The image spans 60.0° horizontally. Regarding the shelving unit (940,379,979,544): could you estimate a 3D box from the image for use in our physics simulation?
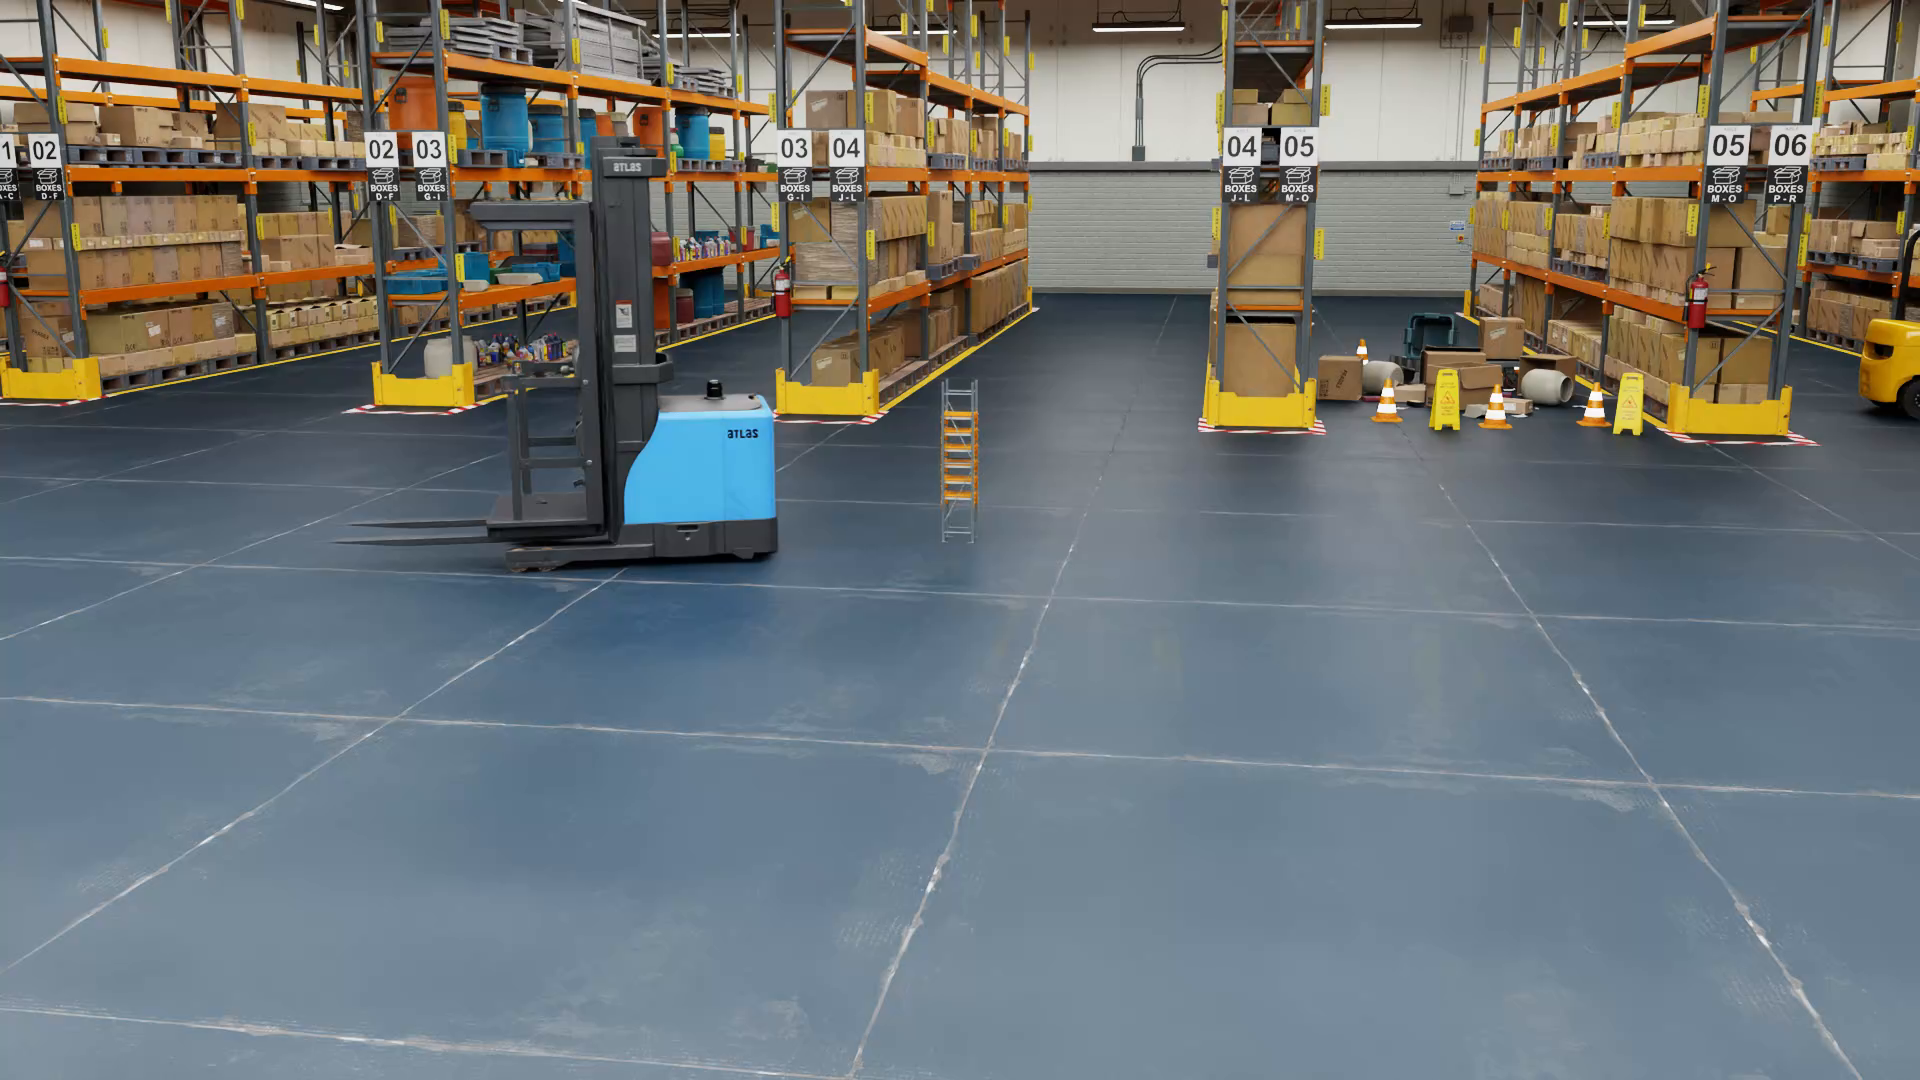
[{"bbox_3d":[-0.002,-0.584,12.353,0.258,1.200,0.189,2,12,9],"label":"shelving unit"}]

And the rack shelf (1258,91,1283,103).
[{"bbox_3d":[4.870,-7.223,27.305,1.077,0.370,4.000,2,12,9],"label":"rack shelf"}]

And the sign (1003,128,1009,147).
[{"bbox_3d":[0.830,-7.293,30.118,0.100,0.325,0.005,2,12,9],"label":"sign"}]

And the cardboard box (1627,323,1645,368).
[{"bbox_3d":[8.344,-2.343,19.995,0.500,0.500,0.500,3,12,12],"label":"cardboard box"}]

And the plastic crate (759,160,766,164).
[{"bbox_3d":[-4.321,-7.760,34.570,0.497,0.269,0.590,2,12,9],"label":"plastic crate"}]

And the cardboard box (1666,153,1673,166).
[{"bbox_3d":[8.242,-4.309,18.843,0.380,0.149,0.250,2,12,7],"label":"cardboard box"}]

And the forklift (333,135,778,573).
[{"bbox_3d":[-2.864,-1.329,11.704,3.031,2.935,1.130,-2,12,-10],"label":"forklift"}]

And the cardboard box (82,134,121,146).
[{"bbox_3d":[-10.986,-5.116,21.258,0.380,0.149,0.250,2,12,9],"label":"cardboard box"}]

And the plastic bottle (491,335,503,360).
[{"bbox_3d":[-6.395,-2.657,22.945,0.144,0.351,0.185,1,12,6],"label":"plastic bottle"}]

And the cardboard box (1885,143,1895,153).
[{"bbox_3d":[14.311,-5.951,25.278,0.380,0.149,0.250,2,12,9],"label":"cardboard box"}]

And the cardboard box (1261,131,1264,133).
[{"bbox_3d":[3.365,-4.973,19.743,0.500,0.250,0.500,2,12,9],"label":"cardboard box"}]

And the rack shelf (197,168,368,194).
[{"bbox_3d":[-10.418,-5.623,26.052,1.077,0.370,4.000,2,12,9],"label":"rack shelf"}]

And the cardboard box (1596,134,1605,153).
[{"bbox_3d":[8.963,-5.385,22.599,0.500,0.250,0.500,2,12,9],"label":"cardboard box"}]

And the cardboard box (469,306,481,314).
[{"bbox_3d":[-9.372,-4.536,31.308,0.500,0.500,0.500,2,12,9],"label":"cardboard box"}]

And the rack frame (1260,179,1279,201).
[{"bbox_3d":[5.178,-5.254,29.751,1.000,3.000,0.127,2,12,9],"label":"rack frame"}]

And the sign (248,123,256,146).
[{"bbox_3d":[-10.177,-5.832,23.899,0.100,0.325,0.005,2,12,9],"label":"sign"}]

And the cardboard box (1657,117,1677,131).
[{"bbox_3d":[8.202,-4.750,18.997,0.380,0.149,0.250,2,12,10],"label":"cardboard box"}]

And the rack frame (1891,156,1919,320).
[{"bbox_3d":[14.375,-4.122,24.498,1.000,3.000,0.127,2,12,9],"label":"rack frame"}]

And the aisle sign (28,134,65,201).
[{"bbox_3d":[-11.048,-4.506,20.113,0.394,0.787,0.004,2,12,9],"label":"aisle sign"}]

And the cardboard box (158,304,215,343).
[{"bbox_3d":[-10.743,-3.008,23.081,0.500,0.500,0.500,2,12,9],"label":"cardboard box"}]

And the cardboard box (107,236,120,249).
[{"bbox_3d":[-10.990,-3.807,21.260,0.380,0.149,0.250,2,12,9],"label":"cardboard box"}]

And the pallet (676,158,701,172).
[{"bbox_3d":[-5.003,-6.293,27.903,1.003,0.211,1.213,2,12,9],"label":"pallet"}]

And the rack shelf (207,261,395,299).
[{"bbox_3d":[-10.418,-4.156,26.368,1.077,0.370,4.000,2,12,9],"label":"rack shelf"}]

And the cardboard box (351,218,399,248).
[{"bbox_3d":[-10.125,-5.313,28.794,0.700,0.500,0.500,-2,12,-10],"label":"cardboard box"}]

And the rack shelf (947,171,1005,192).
[{"bbox_3d":[-0.015,-6.134,28.422,1.077,0.370,4.000,2,12,9],"label":"rack shelf"}]

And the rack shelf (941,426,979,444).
[{"bbox_3d":[-0.002,-0.775,12.312,0.258,0.103,0.180,2,12,9],"label":"rack shelf"}]

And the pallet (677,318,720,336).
[{"bbox_3d":[-4.947,-3.819,29.712,1.003,0.211,1.213,2,12,9],"label":"pallet"}]

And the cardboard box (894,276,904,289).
[{"bbox_3d":[-0.926,-3.281,21.195,0.380,0.149,0.250,2,12,9],"label":"cardboard box"}]

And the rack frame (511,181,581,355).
[{"bbox_3d":[-5.832,-3.931,23.612,1.000,3.000,0.127,2,12,9],"label":"rack frame"}]

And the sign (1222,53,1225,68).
[{"bbox_3d":[5.257,-9.532,32.958,0.100,0.325,0.005,2,12,9],"label":"sign"}]

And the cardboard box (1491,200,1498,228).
[{"bbox_3d":[10.039,-5.971,30.468,0.500,0.500,0.500,2,12,9],"label":"cardboard box"}]

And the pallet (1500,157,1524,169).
[{"bbox_3d":[10.221,-6.707,29.586,1.003,0.211,1.213,2,12,9],"label":"pallet"}]

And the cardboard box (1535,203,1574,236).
[{"bbox_3d":[9.361,-5.042,26.160,0.500,0.500,0.500,2,12,10],"label":"cardboard box"}]

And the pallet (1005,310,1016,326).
[{"bbox_3d":[0.487,-4.228,31.611,1.003,0.211,1.213,2,12,9],"label":"pallet"}]

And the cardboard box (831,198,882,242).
[{"bbox_3d":[-1.199,-3.726,19.346,0.500,0.500,0.500,2,12,9],"label":"cardboard box"}]

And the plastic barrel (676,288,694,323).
[{"bbox_3d":[-4.985,-4.127,29.251,0.600,0.588,0.708,2,12,9],"label":"plastic barrel"}]

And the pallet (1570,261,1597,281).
[{"bbox_3d":[9.205,-3.774,23.343,1.003,0.211,1.213,2,12,9],"label":"pallet"}]

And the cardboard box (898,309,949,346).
[{"bbox_3d":[-0.559,-3.222,25.211,0.700,0.500,0.500,3,13,13],"label":"cardboard box"}]

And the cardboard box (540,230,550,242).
[{"bbox_3d":[-8.839,-6.325,34.484,0.500,0.500,0.500,2,12,9],"label":"cardboard box"}]

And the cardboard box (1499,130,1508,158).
[{"bbox_3d":[10.241,-7.302,30.662,0.500,0.500,0.500,2,12,10],"label":"cardboard box"}]

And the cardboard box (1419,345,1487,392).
[{"bbox_3d":[6.143,-2.105,20.744,0.797,0.637,0.503,2,12,9],"label":"cardboard box"}]

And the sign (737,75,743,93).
[{"bbox_3d":[-4.058,-8.408,30.644,0.100,0.325,0.005,2,12,9],"label":"sign"}]

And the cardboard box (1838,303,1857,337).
[{"bbox_3d":[14.454,-3.521,26.650,0.500,0.500,0.500,1,12,7],"label":"cardboard box"}]

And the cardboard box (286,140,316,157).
[{"bbox_3d":[-10.371,-6.086,25.853,0.500,0.250,0.500,1,12,4],"label":"cardboard box"}]

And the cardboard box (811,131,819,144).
[{"bbox_3d":[-1.819,-4.593,18.976,0.380,0.149,0.250,2,12,9],"label":"cardboard box"}]

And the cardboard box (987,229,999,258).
[{"bbox_3d":[0.407,-5.275,29.614,0.500,0.500,0.500,2,12,10],"label":"cardboard box"}]

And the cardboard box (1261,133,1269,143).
[{"bbox_3d":[3.898,-5.388,22.375,0.500,0.250,0.500,2,12,9],"label":"cardboard box"}]

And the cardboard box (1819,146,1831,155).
[{"bbox_3d":[14.477,-6.450,27.544,0.380,0.149,0.250,2,12,9],"label":"cardboard box"}]

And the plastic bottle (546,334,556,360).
[{"bbox_3d":[-5.676,-2.667,22.994,0.144,0.351,0.185,1,12,6],"label":"plastic bottle"}]

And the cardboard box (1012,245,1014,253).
[{"bbox_3d":[0.825,-5.581,31.866,0.380,0.149,0.250,2,12,8],"label":"cardboard box"}]

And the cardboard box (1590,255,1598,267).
[{"bbox_3d":[8.723,-3.757,22.404,0.380,0.149,0.250,2,12,8],"label":"cardboard box"}]

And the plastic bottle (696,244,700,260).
[{"bbox_3d":[-4.608,-5.044,29.082,0.097,0.271,0.097,0,12,0],"label":"plastic bottle"}]

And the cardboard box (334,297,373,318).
[{"bbox_3d":[-10.021,-3.834,27.364,0.500,0.311,0.500,2,12,8],"label":"cardboard box"}]

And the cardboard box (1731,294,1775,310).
[{"bbox_3d":[8.496,-2.557,17.837,0.380,0.149,0.250,2,12,9],"label":"cardboard box"}]

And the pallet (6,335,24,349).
[{"bbox_3d":[-15.318,-3.305,27.329,1.003,0.211,1.213,2,12,9],"label":"pallet"}]

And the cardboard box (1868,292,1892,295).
[{"bbox_3d":[15.045,-3.953,27.113,0.380,0.149,0.250,2,12,10],"label":"cardboard box"}]

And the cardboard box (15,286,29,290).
[{"bbox_3d":[-15.384,-3.965,26.882,0.500,0.250,0.500,2,12,7],"label":"cardboard box"}]
